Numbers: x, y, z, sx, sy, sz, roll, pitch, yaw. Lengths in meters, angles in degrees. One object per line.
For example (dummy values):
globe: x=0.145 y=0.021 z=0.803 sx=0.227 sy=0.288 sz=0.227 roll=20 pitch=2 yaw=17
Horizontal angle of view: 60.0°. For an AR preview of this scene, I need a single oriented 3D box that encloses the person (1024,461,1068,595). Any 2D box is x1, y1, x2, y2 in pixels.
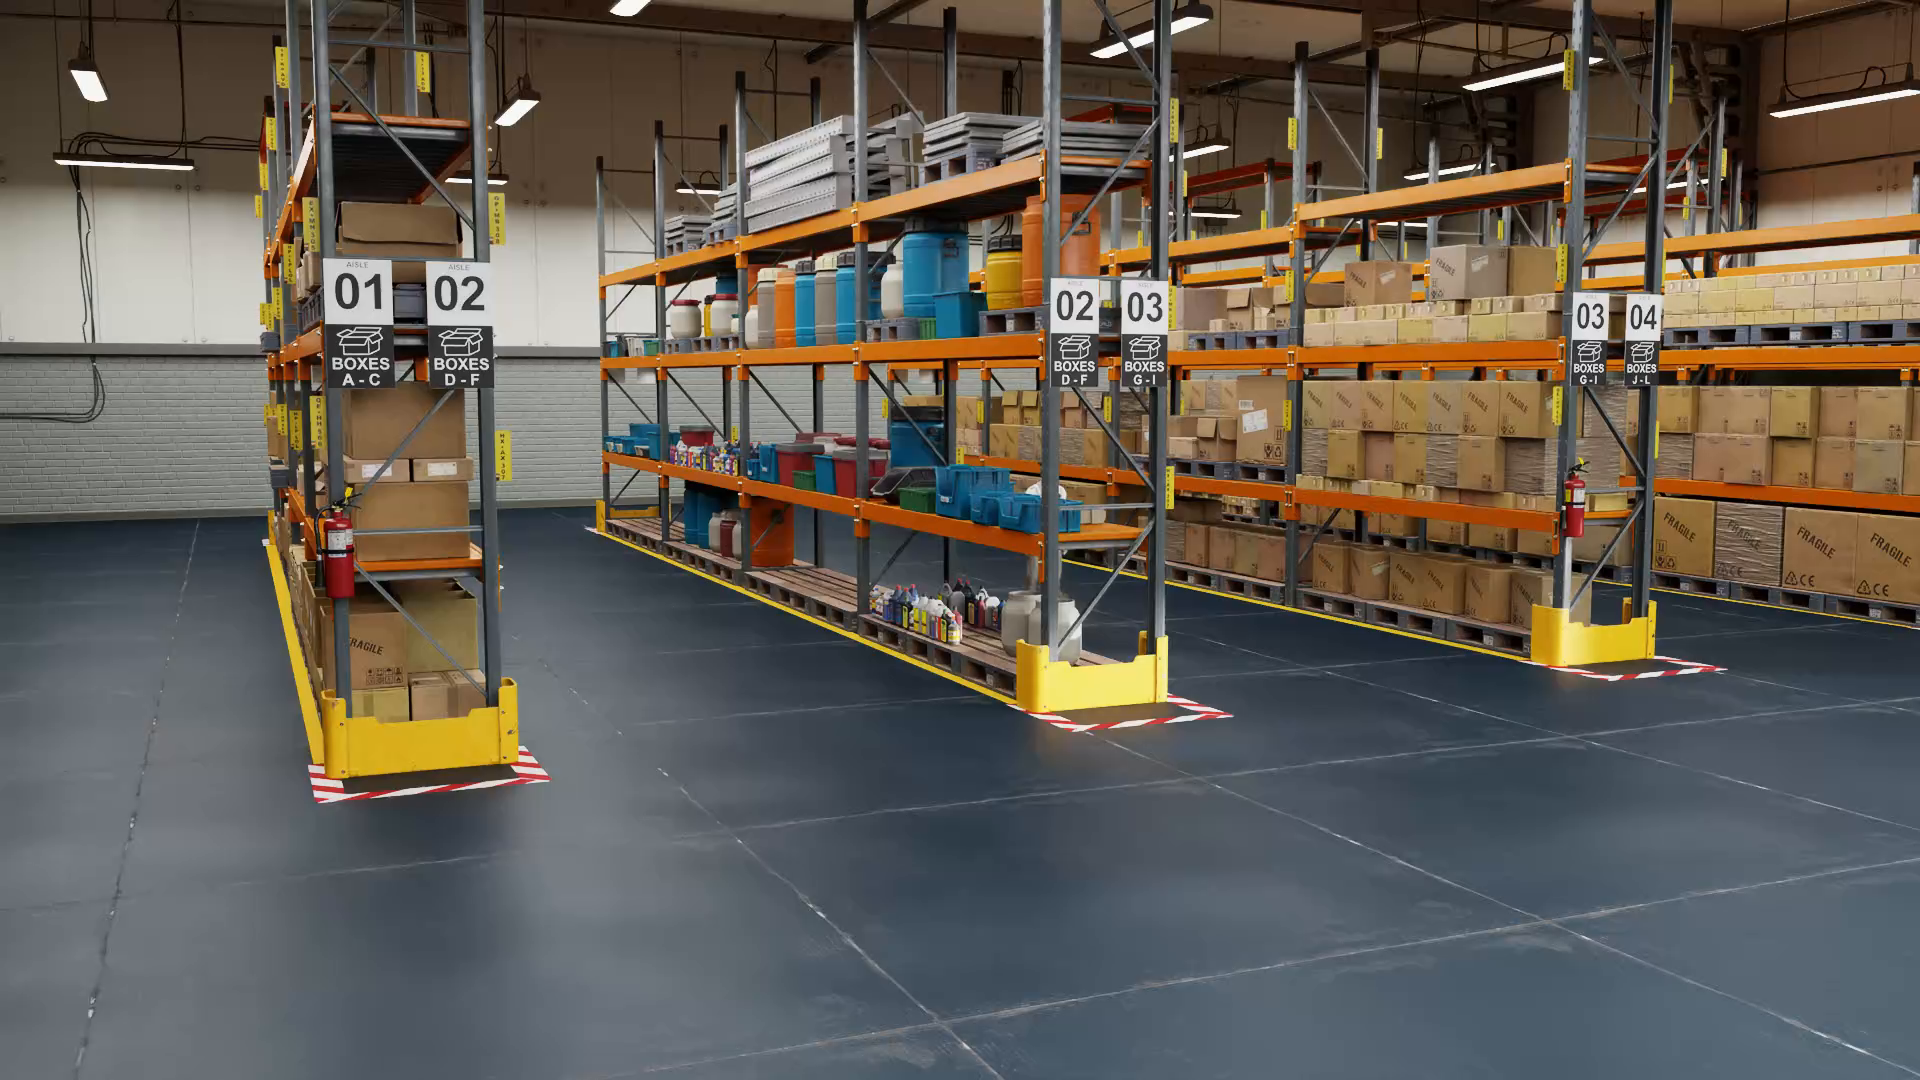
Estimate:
person: x=0.866 y=0.010 z=16.875 sx=0.546 sy=1.664 sz=0.375 roll=-2 pitch=6 yaw=-19
